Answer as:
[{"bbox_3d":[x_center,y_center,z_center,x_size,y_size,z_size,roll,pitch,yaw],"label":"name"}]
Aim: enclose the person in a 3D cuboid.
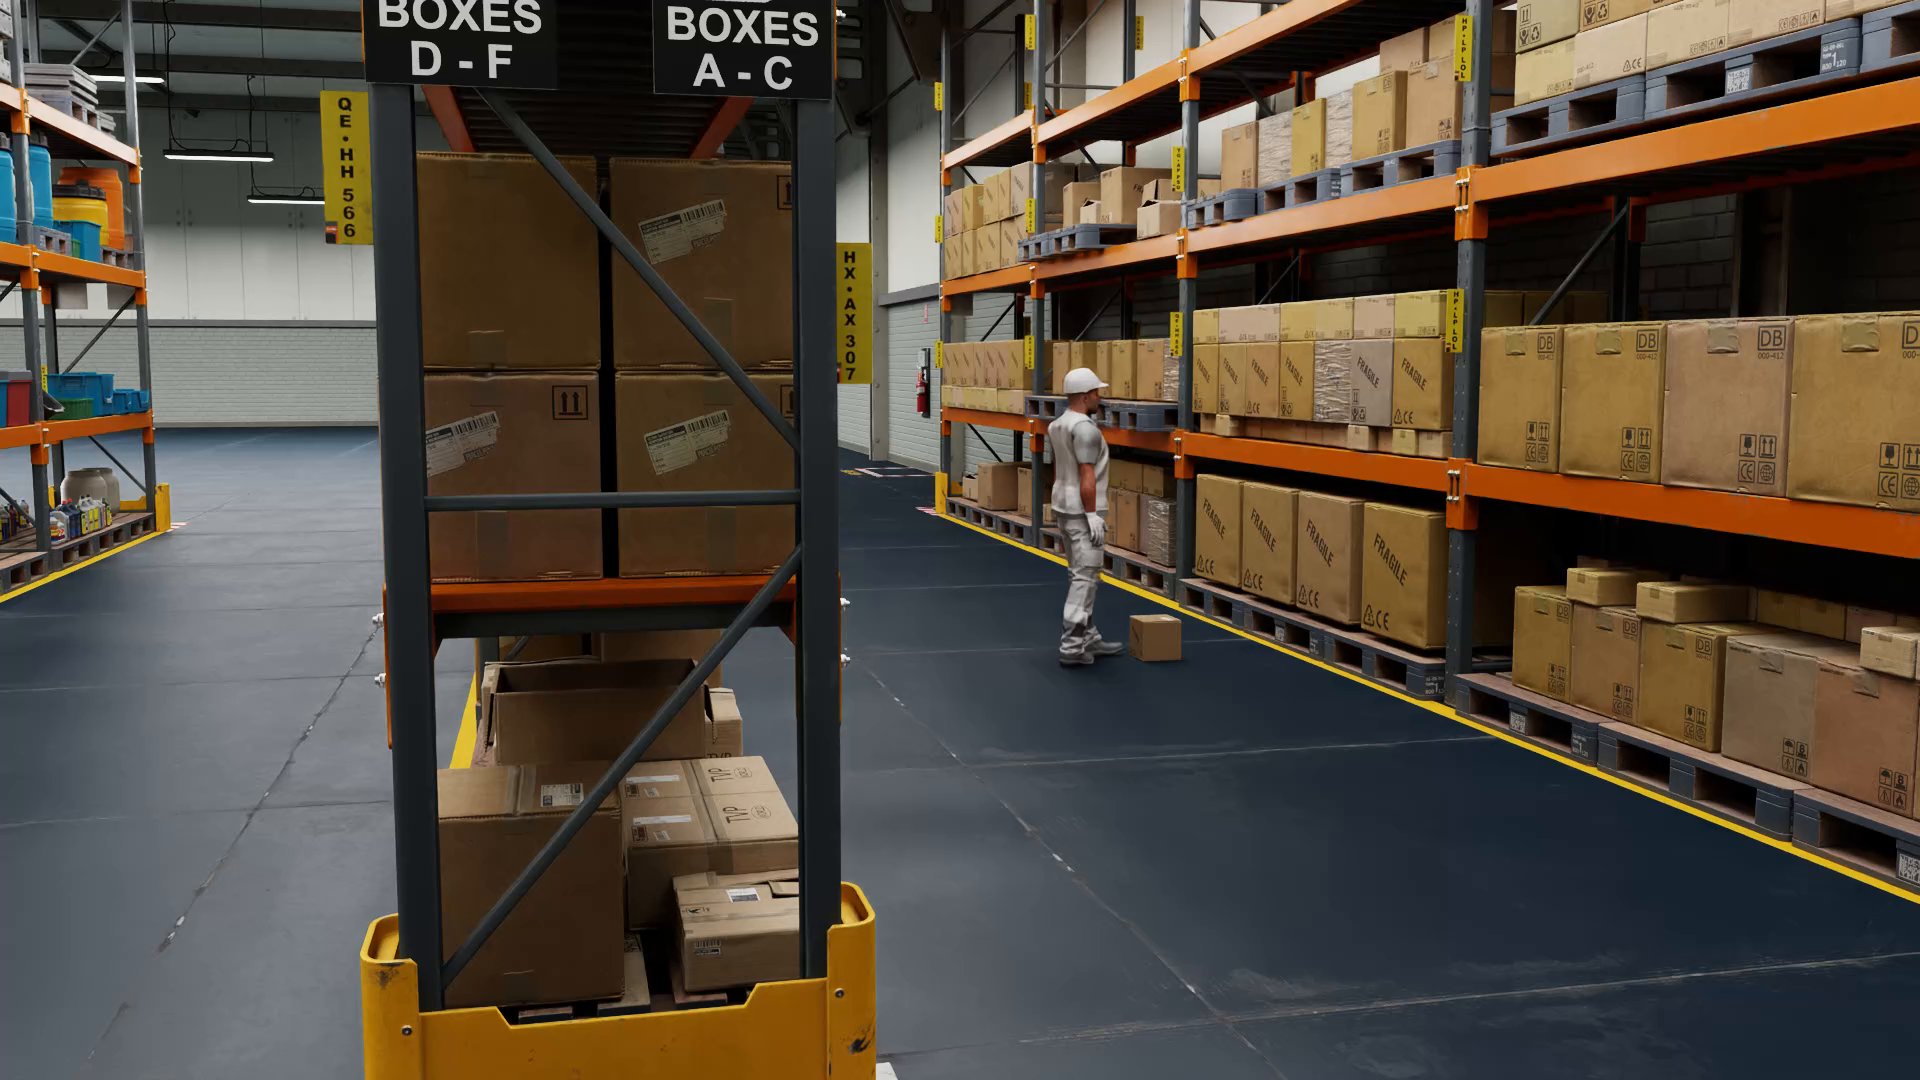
[{"bbox_3d":[0.793,-0.149,10.168,0.552,1.795,0.574,-2,6,-19],"label":"person"}]
